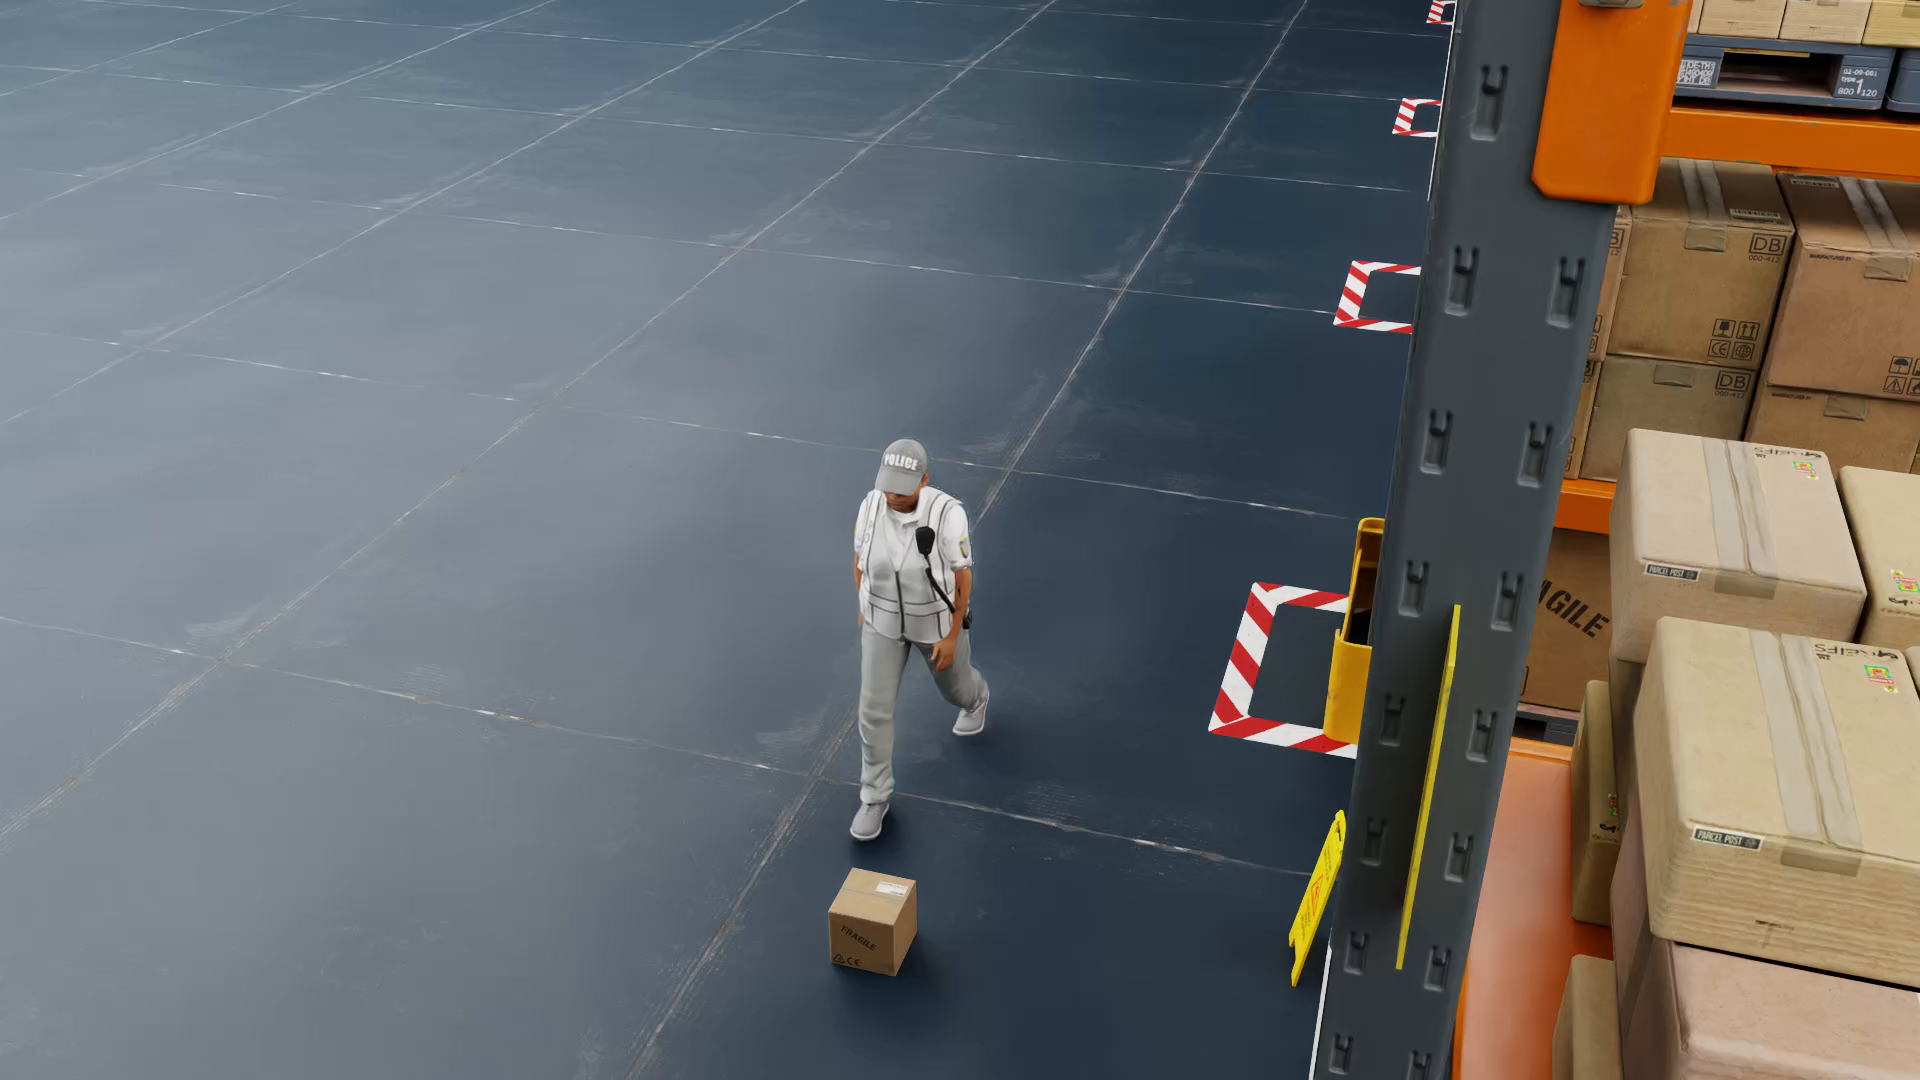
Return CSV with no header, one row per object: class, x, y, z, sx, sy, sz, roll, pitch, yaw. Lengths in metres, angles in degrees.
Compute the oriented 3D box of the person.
person,-0.182,0.295,6.612,0.496,1.618,0.991,6,30,11
